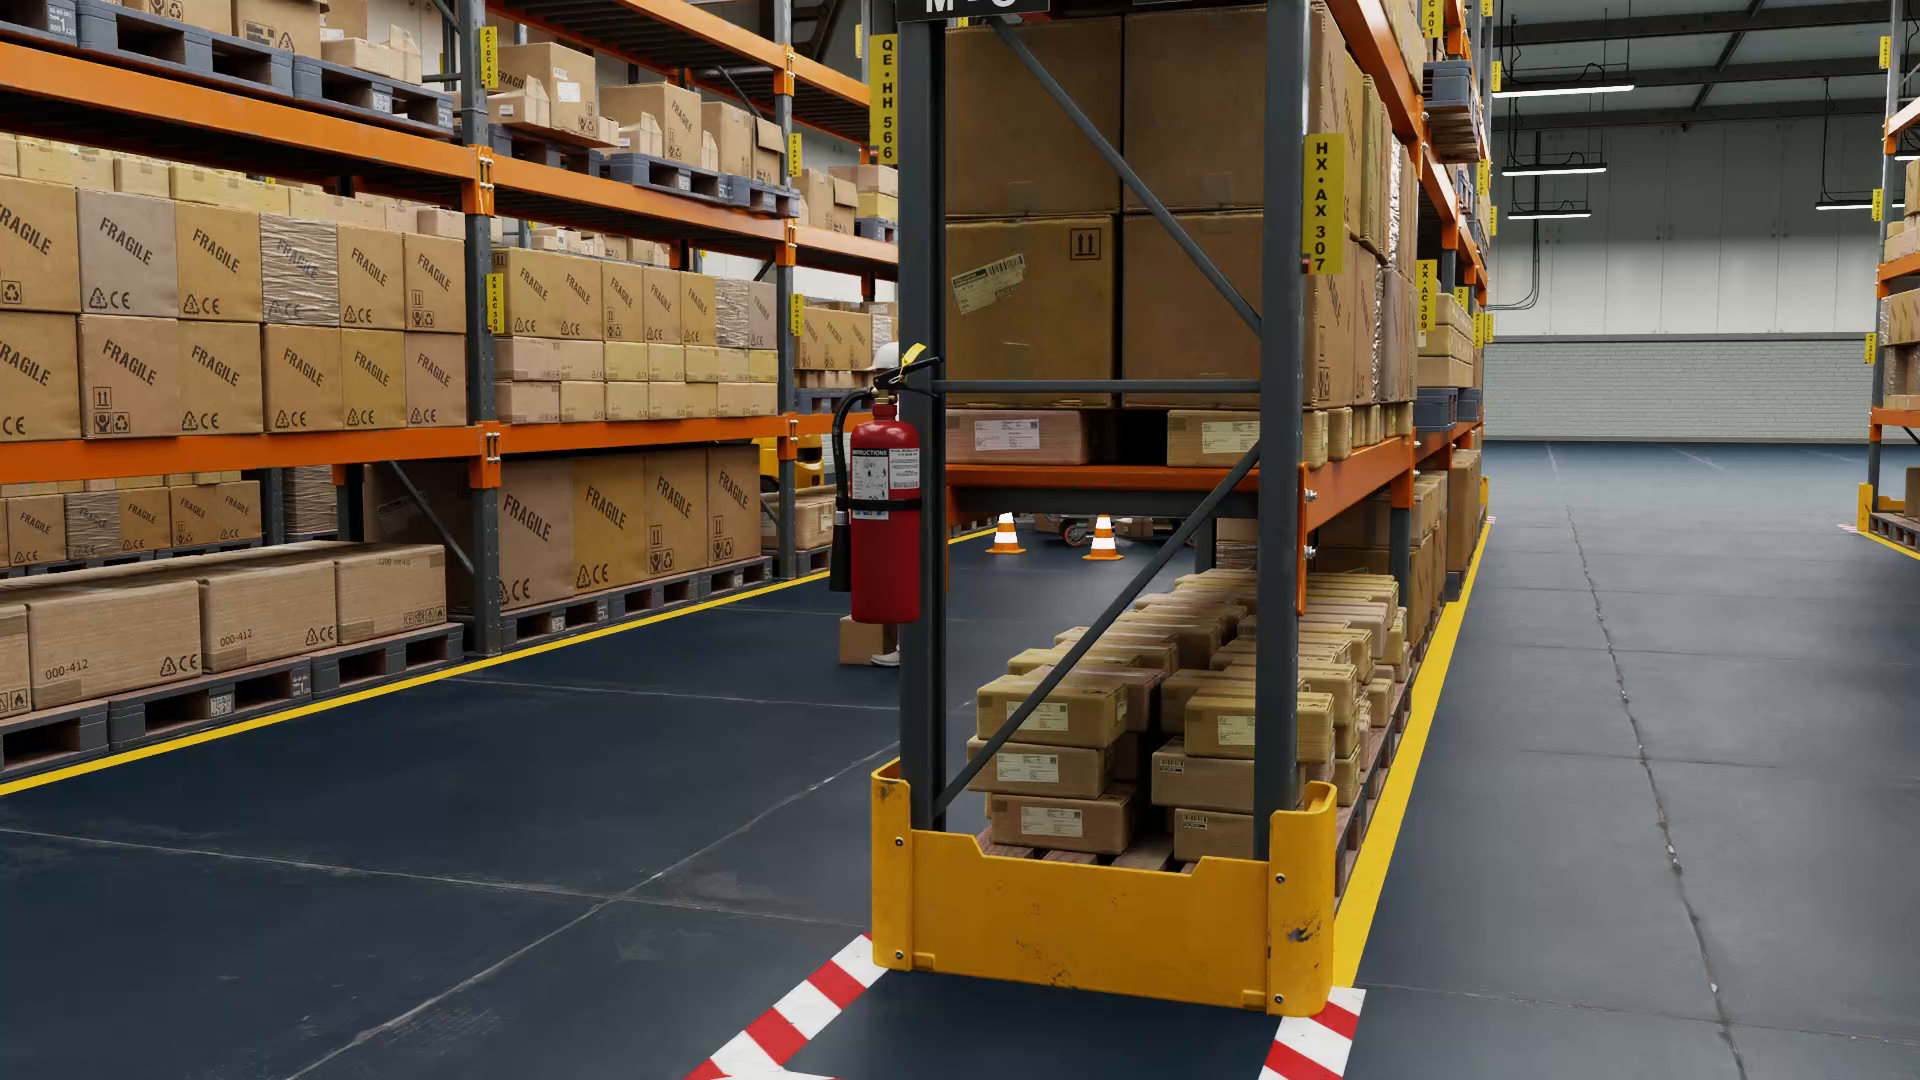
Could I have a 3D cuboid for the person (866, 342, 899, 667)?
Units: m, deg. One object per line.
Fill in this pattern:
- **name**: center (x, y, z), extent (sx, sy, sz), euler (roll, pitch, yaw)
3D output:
- **person**: center (-0.284, -0.196, 9.082), extent (0.457, 1.758, 0.626), euler (2, 5, 19)
